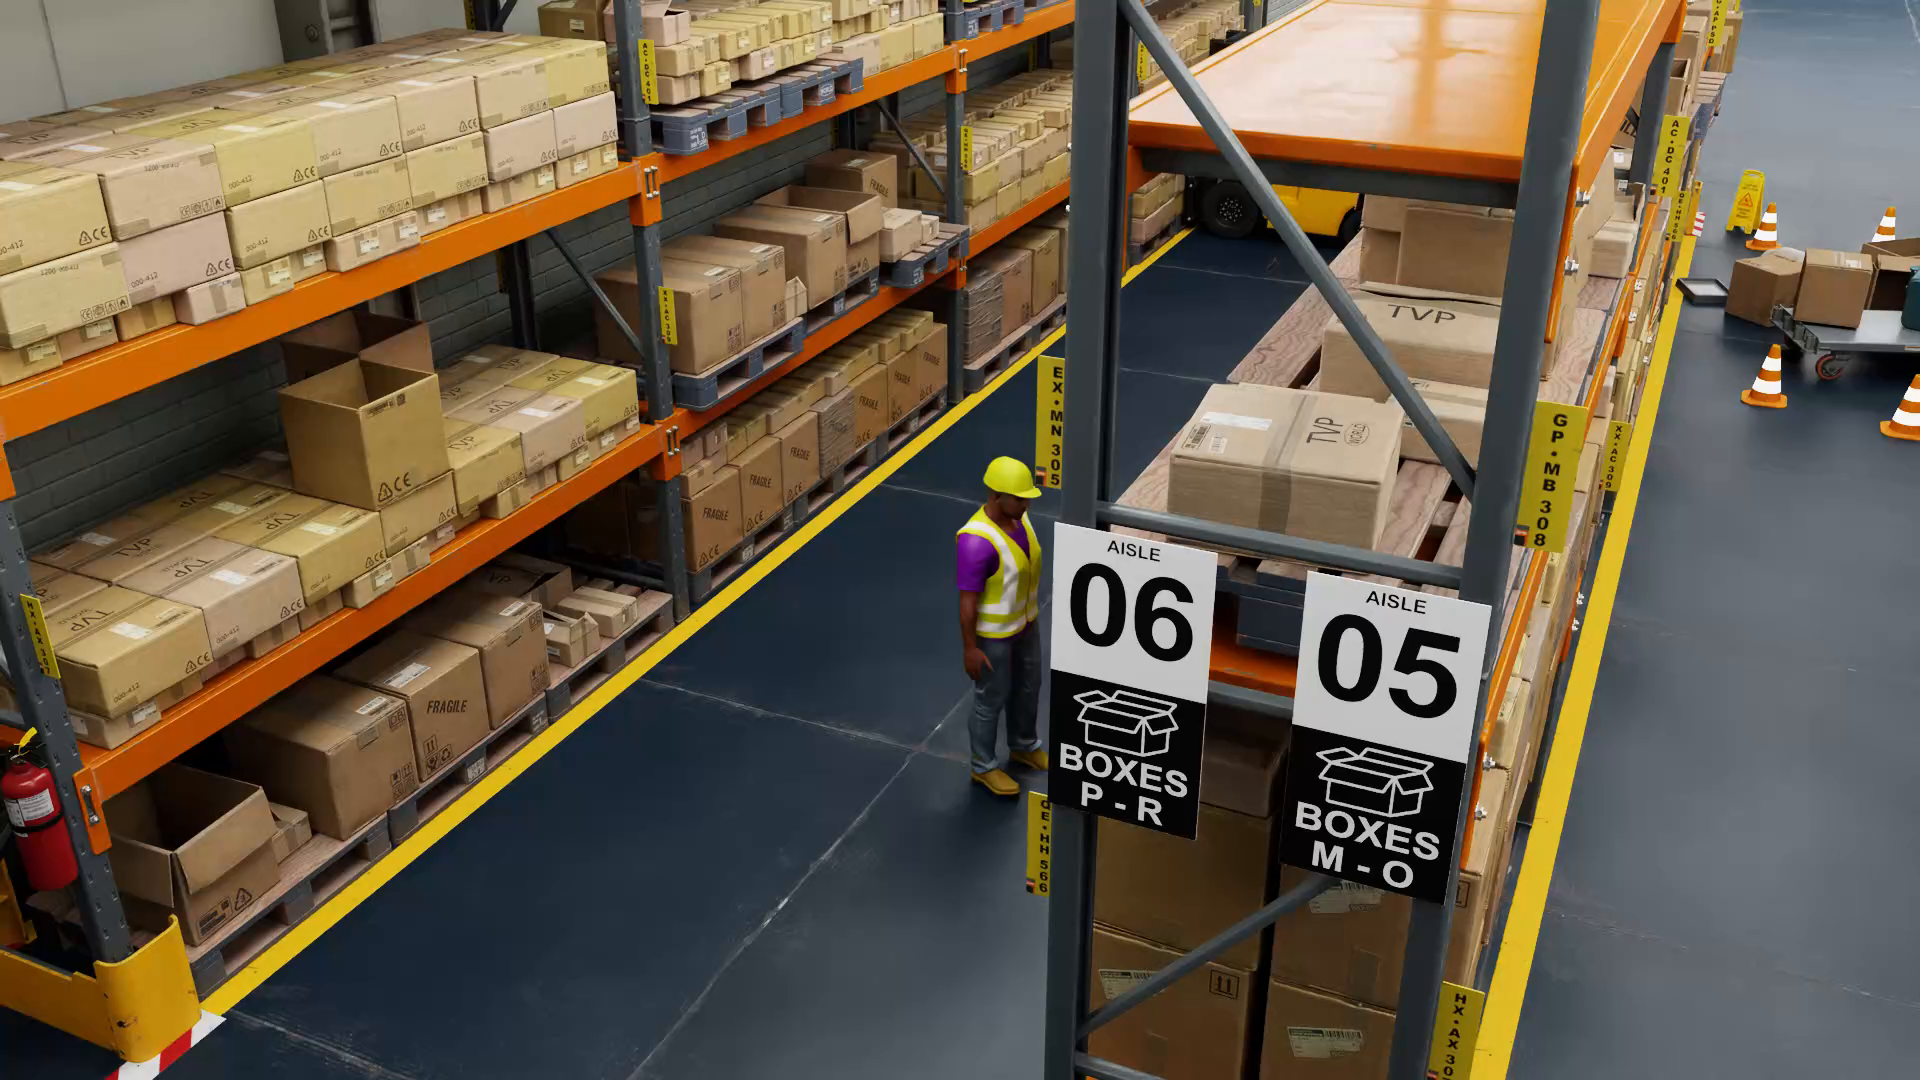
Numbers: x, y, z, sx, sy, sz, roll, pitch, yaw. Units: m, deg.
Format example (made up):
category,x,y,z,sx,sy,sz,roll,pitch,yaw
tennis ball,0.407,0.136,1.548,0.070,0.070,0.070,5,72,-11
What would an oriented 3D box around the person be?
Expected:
category,x,y,z,sx,sy,sz,roll,pitch,yaw
person,0.236,0.444,8.182,0.439,1.807,0.630,15,30,28
